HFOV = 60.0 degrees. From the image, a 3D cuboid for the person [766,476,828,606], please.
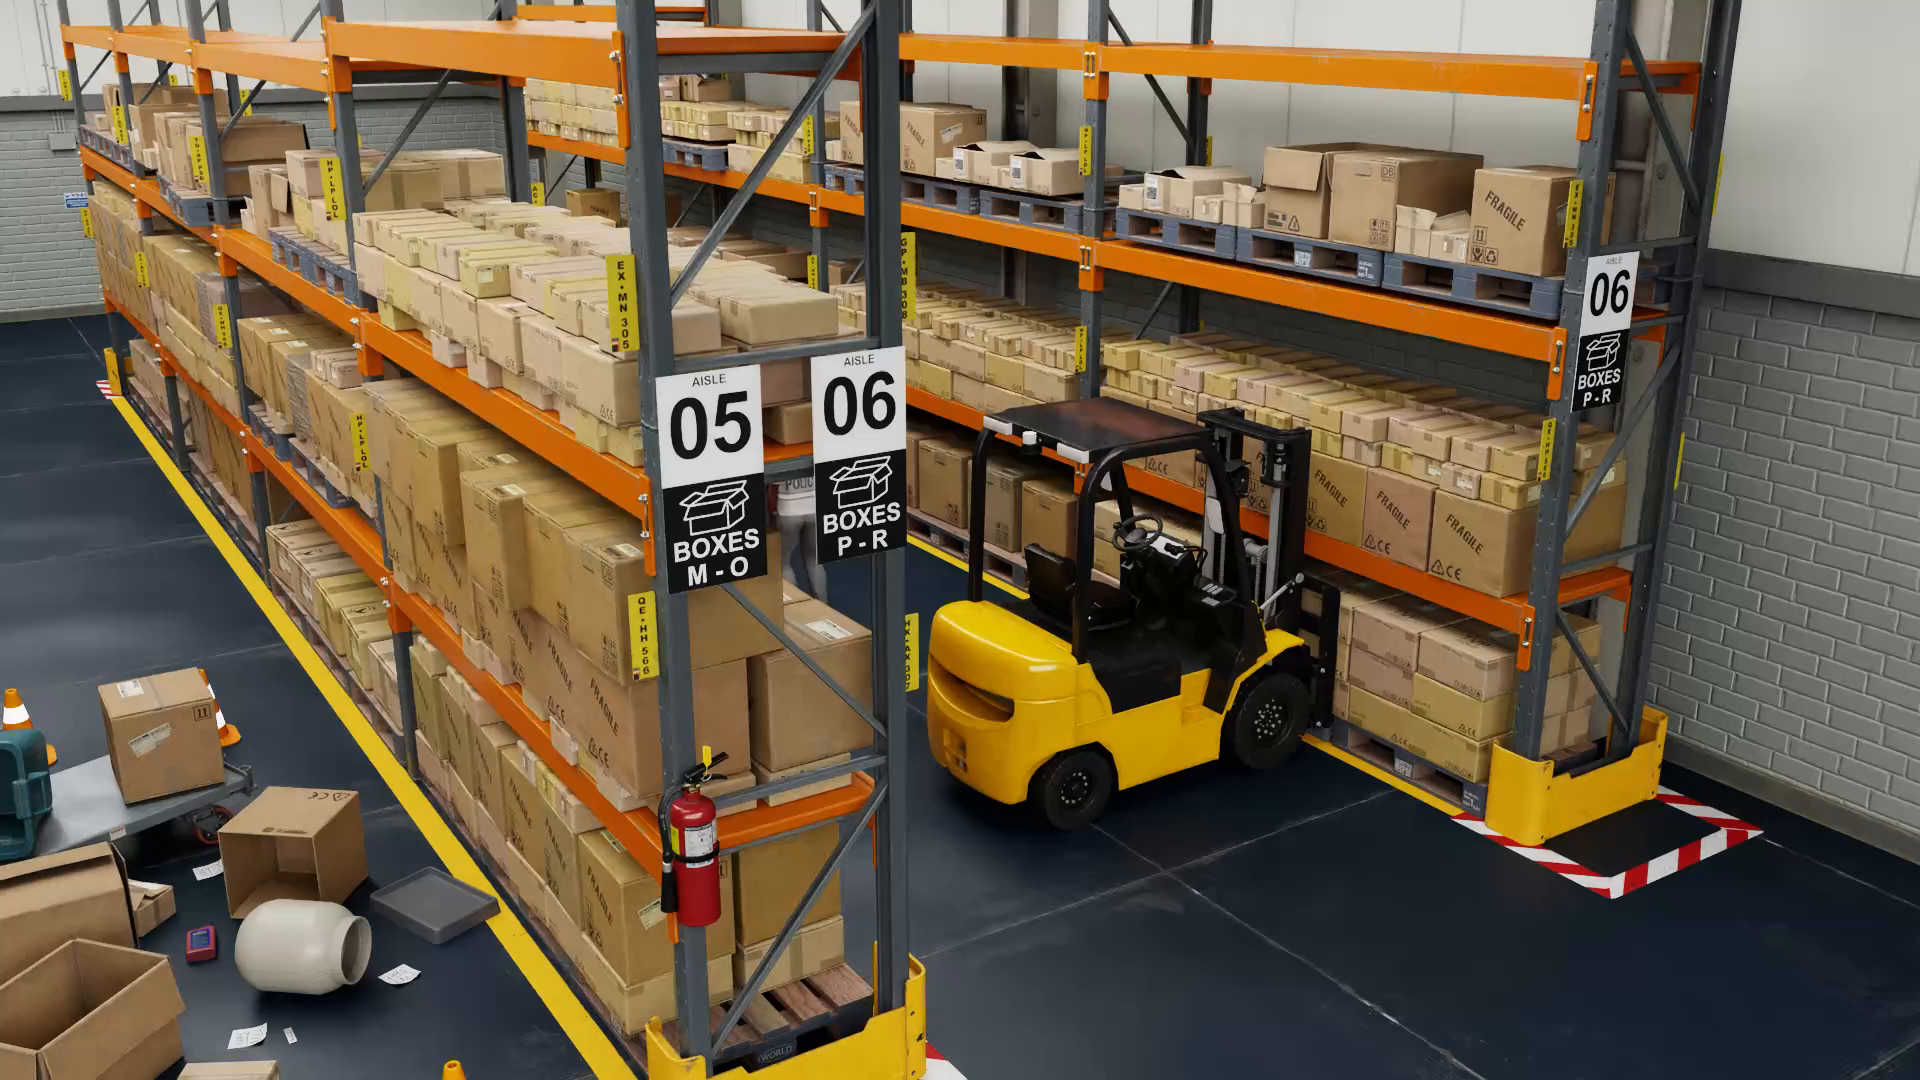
[{"bbox_3d":[-1.194,-0.159,12.065,0.439,1.659,0.339,-11,21,-30],"label":"person"}]
